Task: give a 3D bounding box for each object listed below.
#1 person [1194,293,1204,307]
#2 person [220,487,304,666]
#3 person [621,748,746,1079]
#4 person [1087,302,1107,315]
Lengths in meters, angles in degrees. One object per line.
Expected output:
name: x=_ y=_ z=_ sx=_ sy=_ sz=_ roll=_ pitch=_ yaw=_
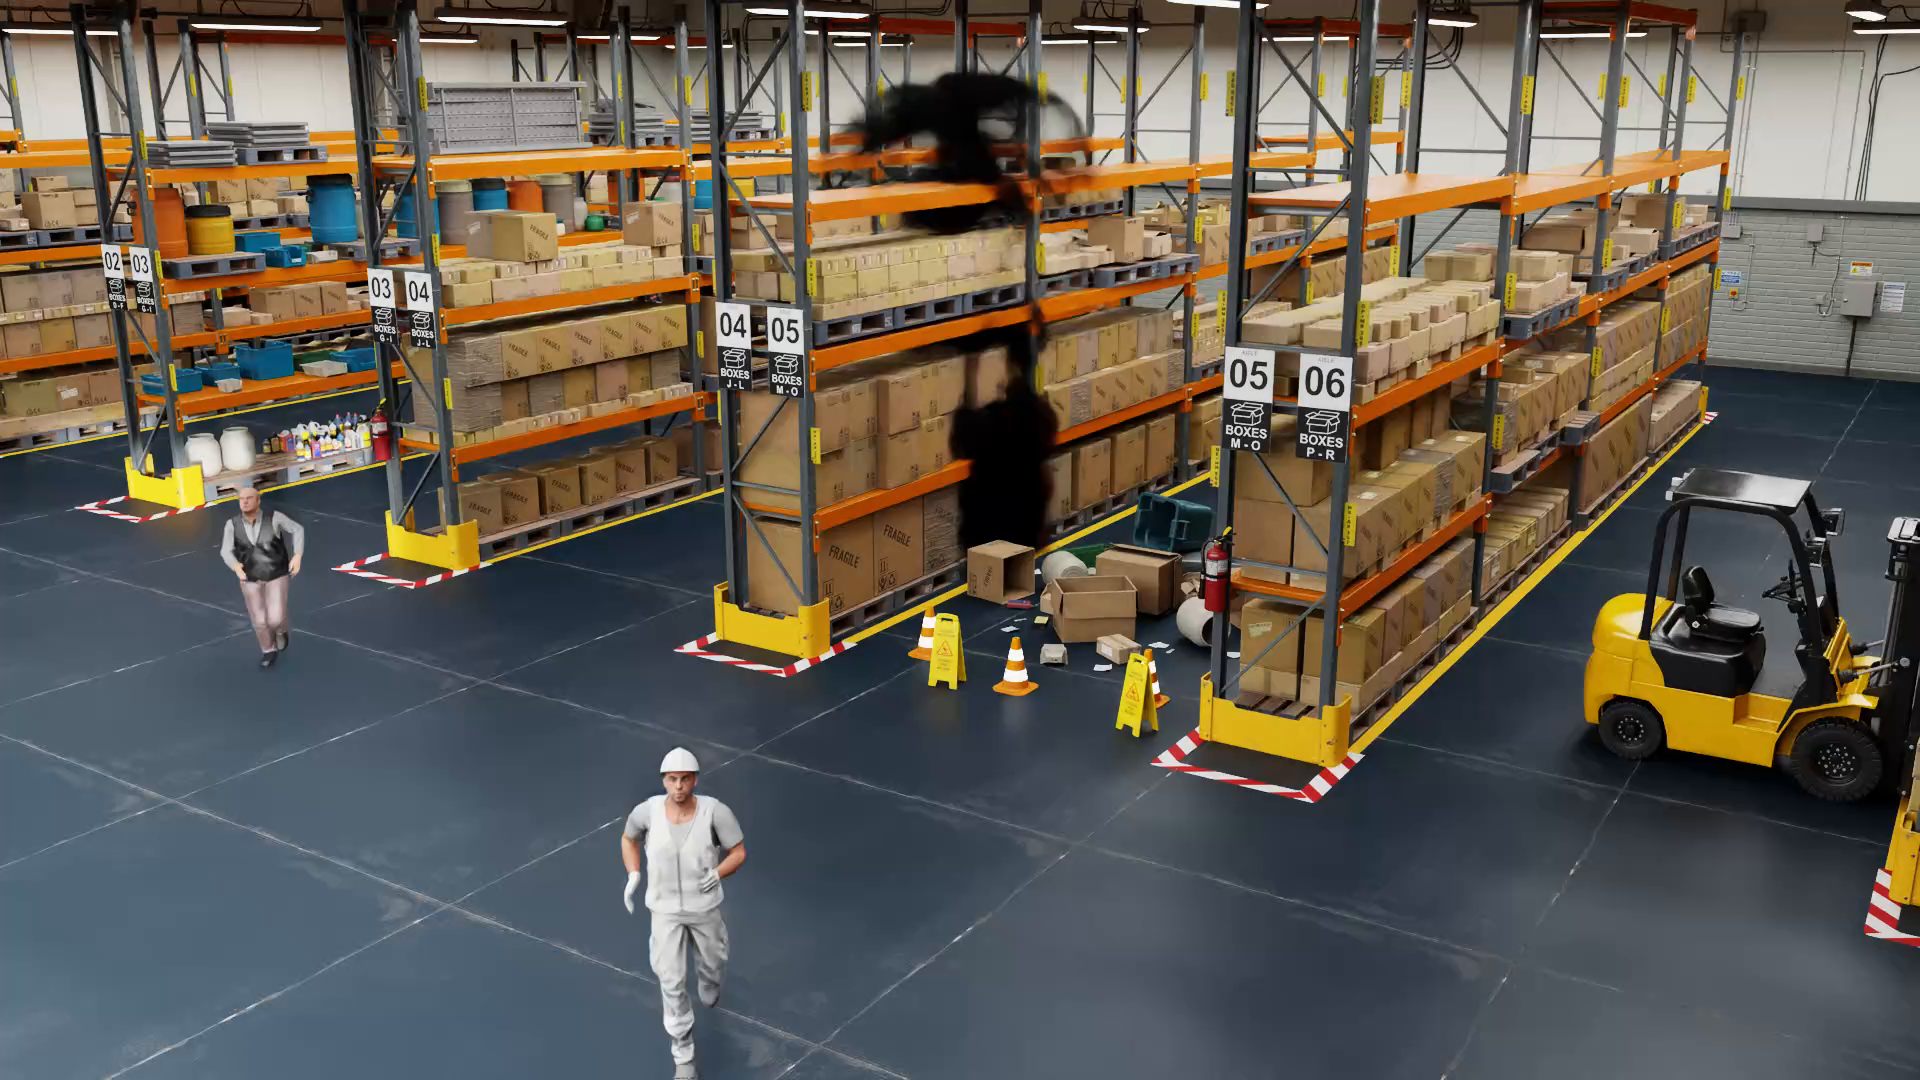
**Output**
person: x=3.929 y=-3.125 z=27.157 sx=0.728 sy=1.807 sz=0.960 roll=12 pitch=20 yaw=37
person: x=-6.212 y=0.348 z=14.845 sx=0.679 sy=1.680 sz=0.681 roll=-3 pitch=16 yaw=-11
person: x=-1.472 y=1.950 z=8.913 sx=0.670 sy=1.765 sz=0.914 roll=-2 pitch=16 yaw=-6
person: x=2.244 y=-3.142 z=27.215 sx=0.649 sy=1.743 sz=0.610 roll=7 pitch=17 yaw=24
